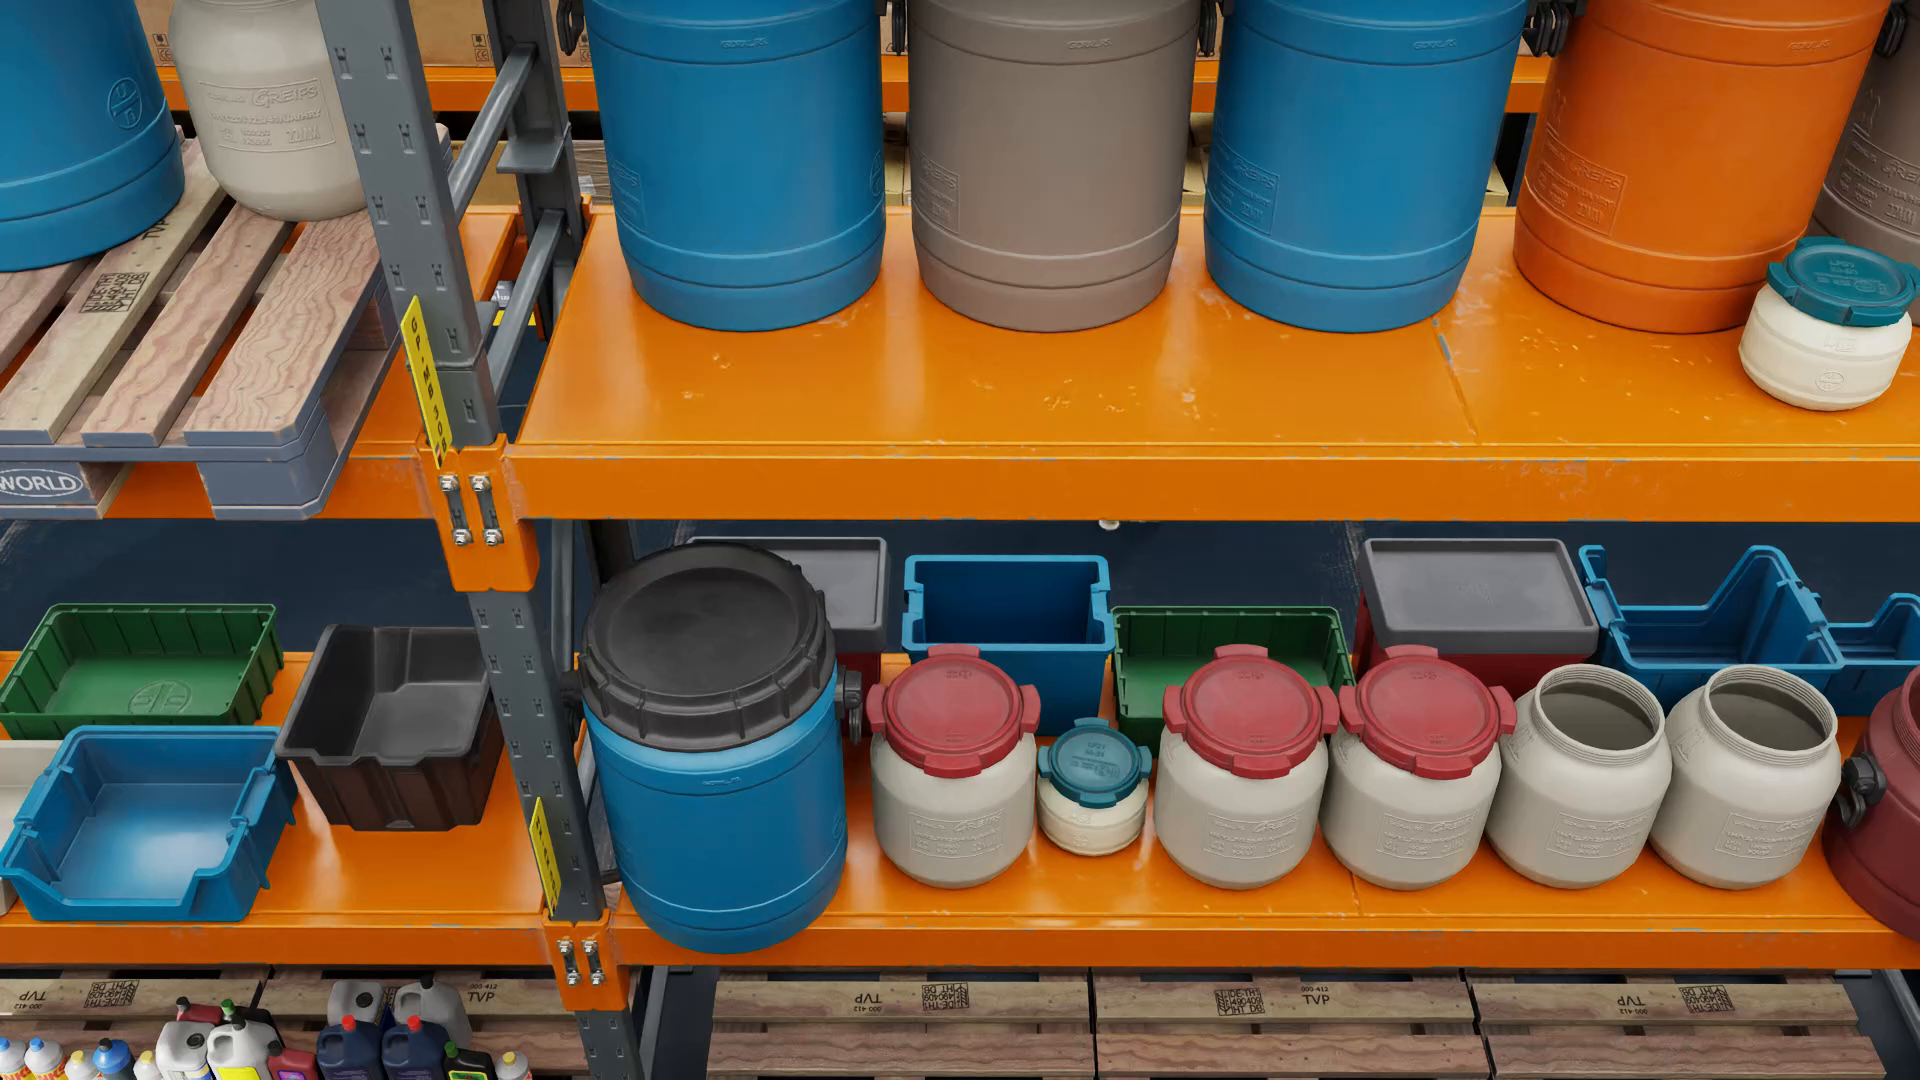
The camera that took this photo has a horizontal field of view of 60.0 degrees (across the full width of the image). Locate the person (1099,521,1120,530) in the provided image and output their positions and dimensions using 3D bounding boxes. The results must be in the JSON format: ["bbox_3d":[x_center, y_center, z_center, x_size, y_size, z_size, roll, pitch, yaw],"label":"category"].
[{"bbox_3d":[0.760,-0.778,7.070,0.431,1.603,0.514,4,40,4],"label":"person"}]
